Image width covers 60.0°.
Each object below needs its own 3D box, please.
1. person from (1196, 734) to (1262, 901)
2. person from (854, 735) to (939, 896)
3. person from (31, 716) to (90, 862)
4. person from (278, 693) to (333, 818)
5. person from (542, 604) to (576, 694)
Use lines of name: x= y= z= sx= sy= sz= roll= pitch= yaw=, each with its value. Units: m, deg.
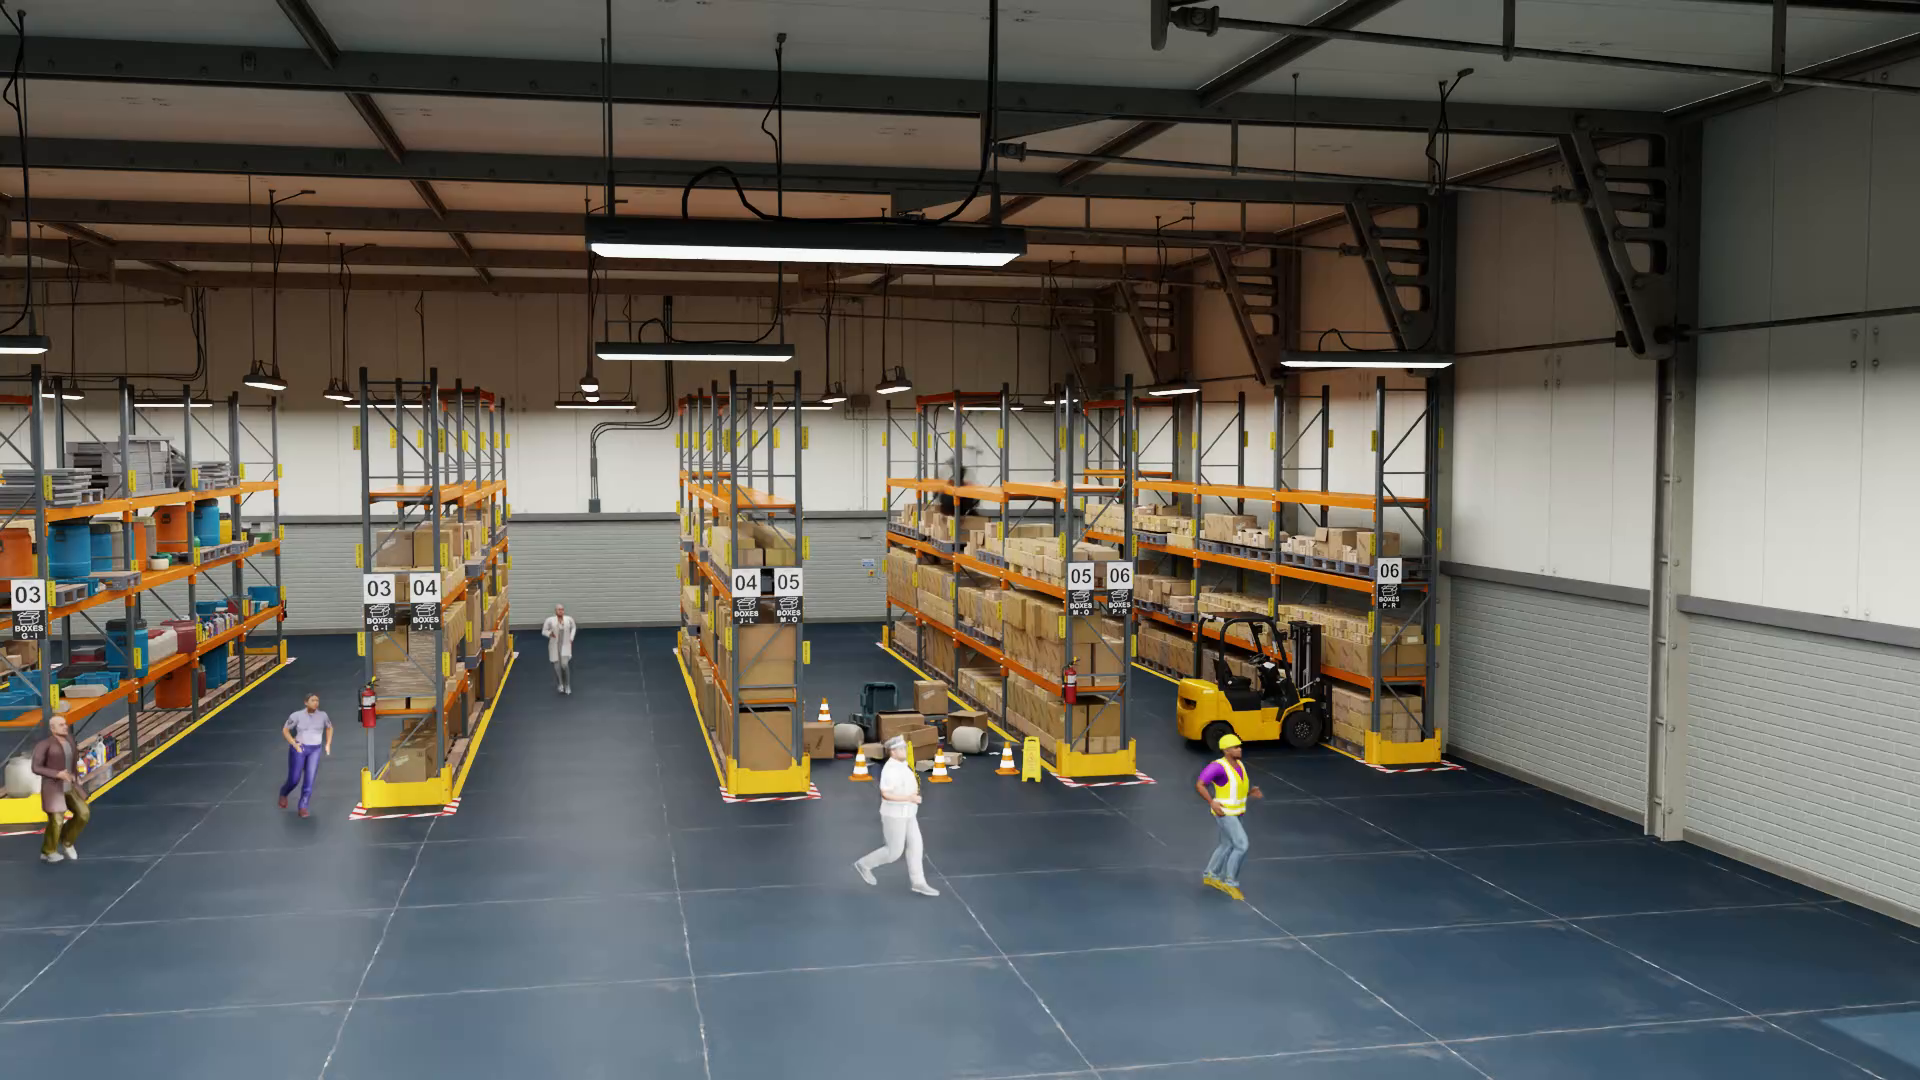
person: x=2.974 y=3.047 z=18.291 sx=0.681 sy=1.825 sz=0.681 roll=2 pitch=4 yaw=35
person: x=-0.691 y=3.023 z=18.315 sx=0.954 sy=1.775 sz=0.664 roll=1 pitch=4 yaw=19
person: x=-10.620 y=2.976 z=19.661 sx=0.722 sy=1.723 sz=0.698 roll=2 pitch=4 yaw=25
person: x=-8.788 y=2.875 z=22.417 sx=0.684 sy=1.601 sz=0.741 roll=-2 pitch=4 yaw=-35
person: x=-7.925 y=2.181 z=32.898 sx=0.671 sy=1.798 sz=0.771 roll=-1 pitch=4 yaw=-15
